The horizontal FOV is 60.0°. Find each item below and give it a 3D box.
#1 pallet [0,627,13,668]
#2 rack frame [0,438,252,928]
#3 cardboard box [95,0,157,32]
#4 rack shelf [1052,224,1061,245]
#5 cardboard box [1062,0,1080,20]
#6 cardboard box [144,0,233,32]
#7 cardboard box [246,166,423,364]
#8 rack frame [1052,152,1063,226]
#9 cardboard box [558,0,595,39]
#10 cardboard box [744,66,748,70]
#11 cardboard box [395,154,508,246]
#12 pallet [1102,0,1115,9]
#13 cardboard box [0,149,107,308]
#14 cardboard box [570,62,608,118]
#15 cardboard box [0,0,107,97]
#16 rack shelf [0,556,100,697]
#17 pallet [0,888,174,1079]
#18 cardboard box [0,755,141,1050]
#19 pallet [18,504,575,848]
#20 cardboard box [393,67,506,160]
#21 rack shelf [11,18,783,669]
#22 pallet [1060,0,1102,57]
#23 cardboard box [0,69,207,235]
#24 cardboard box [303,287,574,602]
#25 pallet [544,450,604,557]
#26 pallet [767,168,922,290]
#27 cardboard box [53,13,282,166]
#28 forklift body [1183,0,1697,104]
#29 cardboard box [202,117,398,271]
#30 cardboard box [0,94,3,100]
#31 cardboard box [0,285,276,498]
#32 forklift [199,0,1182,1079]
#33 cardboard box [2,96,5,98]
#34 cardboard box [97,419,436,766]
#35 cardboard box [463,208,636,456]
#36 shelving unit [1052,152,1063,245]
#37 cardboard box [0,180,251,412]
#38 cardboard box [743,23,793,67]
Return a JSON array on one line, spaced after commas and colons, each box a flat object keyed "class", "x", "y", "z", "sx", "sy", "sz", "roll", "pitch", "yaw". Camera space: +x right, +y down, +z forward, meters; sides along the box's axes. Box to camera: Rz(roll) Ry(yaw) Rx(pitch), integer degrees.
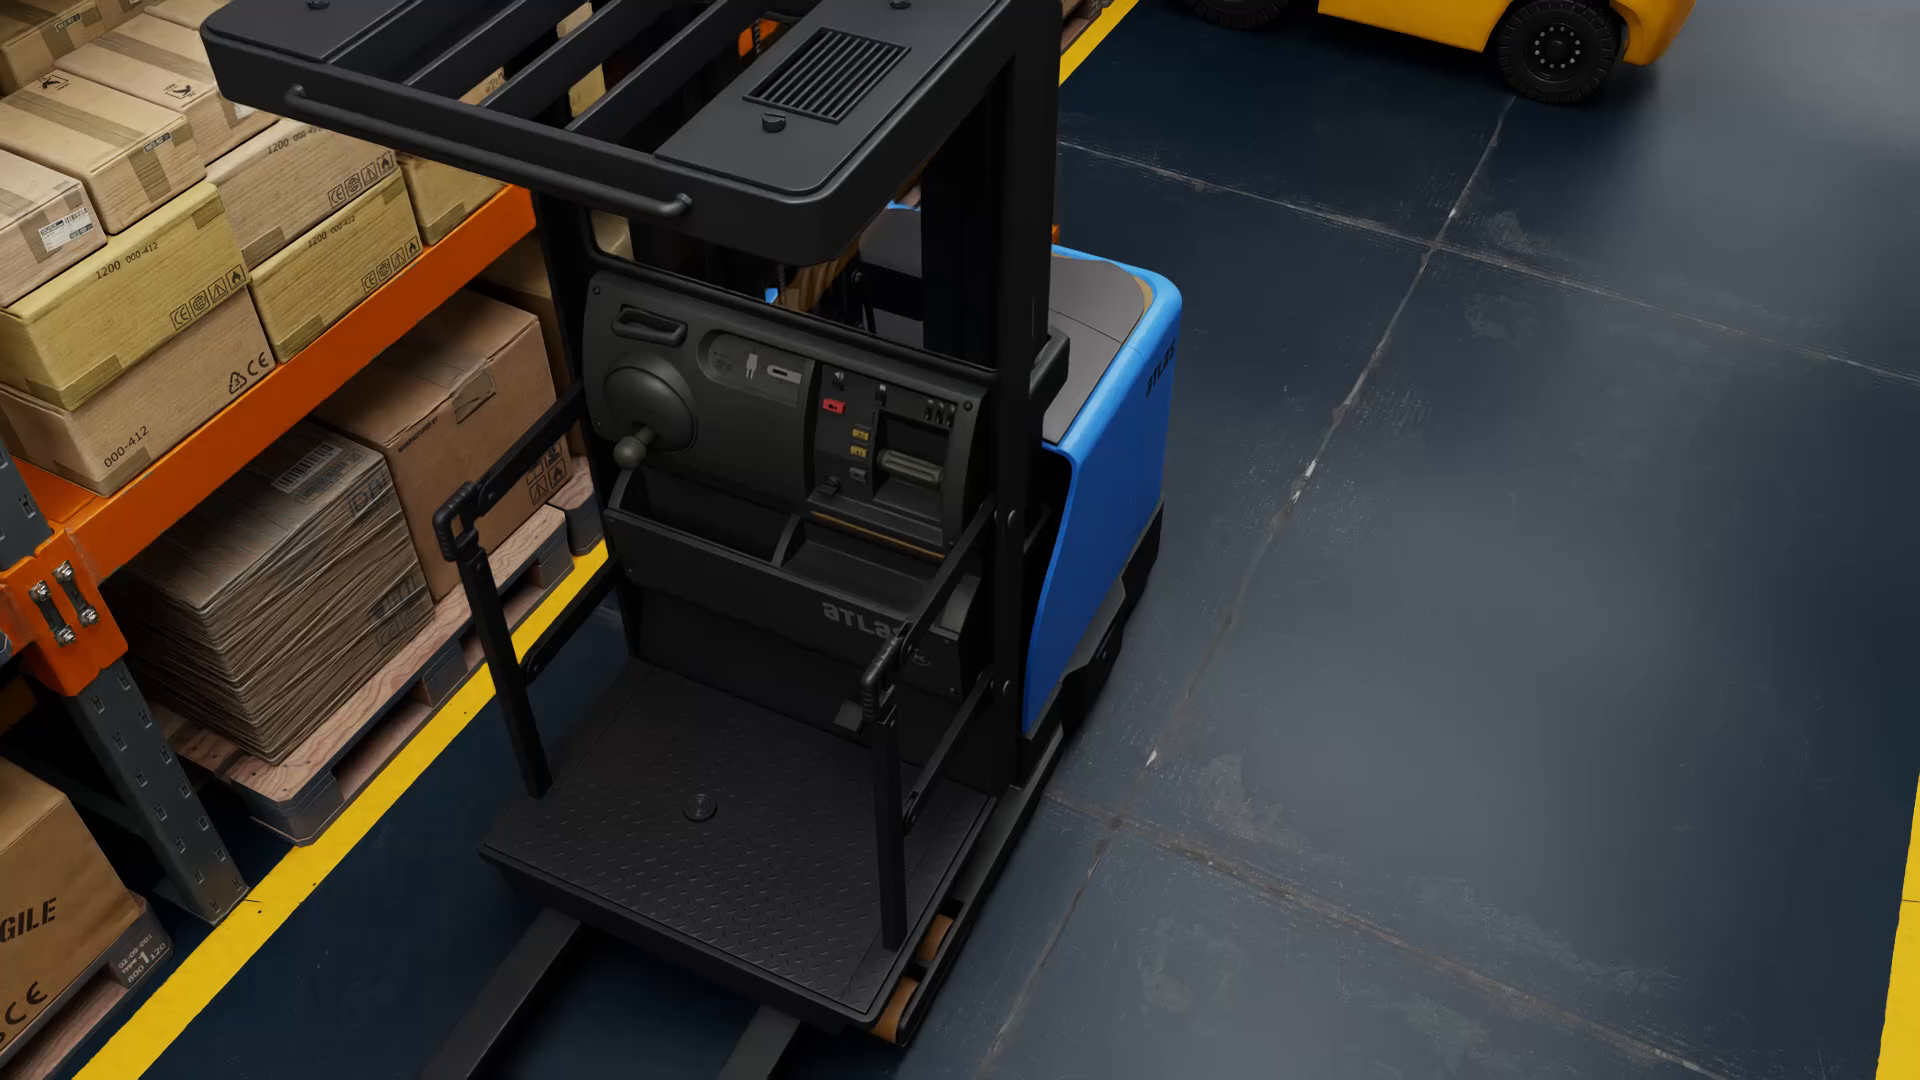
[{"class": "pallet", "x": -2.575, "y": 0.254, "z": 3.025, "sx": 1.213, "sy": 0.211, "sz": 1.003, "roll": 20, "pitch": 49, "yaw": 19}, {"class": "rack frame", "x": -2.322, "y": -0.263, "z": 3.401, "sx": 1.000, "sy": 3.000, "sz": 0.127, "roll": 20, "pitch": 49, "yaw": 19}, {"class": "cardboard box", "x": -2.101, "y": -1.321, "z": 3.920, "sx": 0.380, "sy": 0.149, "sz": 0.250, "roll": 20, "pitch": 49, "yaw": 18}, {"class": "rack shelf", "x": 0.137, "y": -0.851, "z": 4.804, "sx": 0.258, "sy": 0.103, "sz": 0.180, "roll": 19, "pitch": 48, "yaw": 18}, {"class": "cardboard box", "x": 0.275, "y": -2.485, "z": 7.235, "sx": 0.500, "sy": 0.250, "sz": 0.500, "roll": 19, "pitch": 48, "yaw": 18}, {"class": "cardboard box", "x": -1.584, "y": -1.138, "z": 3.739, "sx": 0.380, "sy": 0.149, "sz": 0.250, "roll": 21, "pitch": 49, "yaw": 19}, {"class": "cardboard box", "x": -1.662, "y": -0.725, "z": 3.963, "sx": 0.500, "sy": 0.250, "sz": 0.500, "roll": 19, "pitch": 48, "yaw": 18}, {"class": "rack frame", "x": 0.176, "y": -0.688, "z": 5.086, "sx": 0.240, "sy": 1.200, "sz": 0.006, "roll": 19, "pitch": 48, "yaw": 18}, {"class": "cardboard box", "x": -1.193, "y": -1.554, "z": 4.431, "sx": 0.500, "sy": 0.250, "sz": 0.500, "roll": 21, "pitch": 49, "yaw": 20}, {"class": "cardboard box", "x": -1.065, "y": -1.277, "z": 5.778, "sx": 0.875, "sy": 0.625, "sz": 0.625, "roll": 20, "pitch": 49, "yaw": 19}, {"class": "cardboard box", "x": -1.429, "y": -1.051, "z": 4.286, "sx": 0.500, "sy": 0.250, "sz": 0.500, "roll": 19, "pitch": 48, "yaw": 18}, {"class": "pallet", "x": 0.506, "y": -3.062, "z": 8.127, "sx": 1.003, "sy": 0.211, "sz": 1.213, "roll": 20, "pitch": 49, "yaw": 19}, {"class": "cardboard box", "x": -1.913, "y": -0.630, "z": 3.237, "sx": 0.380, "sy": 0.149, "sz": 0.250, "roll": 22, "pitch": 49, "yaw": 20}, {"class": "cardboard box", "x": -1.187, "y": -1.378, "z": 4.608, "sx": 0.500, "sy": 0.250, "sz": 0.500, "roll": 22, "pitch": 49, "yaw": 20}, {"class": "cardboard box", "x": -2.154, "y": -1.143, "z": 3.744, "sx": 0.380, "sy": 0.149, "sz": 0.250, "roll": 20, "pitch": 49, "yaw": 19}, {"class": "rack shelf", "x": -3.251, "y": 1.250, "z": 2.412, "sx": 1.077, "sy": 0.370, "sz": 4.000, "roll": 20, "pitch": 49, "yaw": 19}, {"class": "pallet", "x": -2.702, "y": 1.175, "z": 3.941, "sx": 1.003, "sy": 0.211, "sz": 1.213, "roll": 20, "pitch": 49, "yaw": 19}, {"class": "cardboard box", "x": -2.328, "y": 0.805, "z": 3.808, "sx": 0.500, "sy": 0.500, "sz": 0.500, "roll": 22, "pitch": 49, "yaw": 20}, {"class": "pallet", "x": -1.905, "y": 0.211, "z": 4.893, "sx": 1.003, "sy": 0.211, "sz": 1.213, "roll": 20, "pitch": 49, "yaw": 19}, {"class": "cardboard box", "x": -1.407, "y": -1.224, "z": 4.105, "sx": 0.500, "sy": 0.250, "sz": 0.500, "roll": 19, "pitch": 48, "yaw": 18}, {"class": "rack shelf", "x": -1.394, "y": -1.270, "z": 4.902, "sx": 1.077, "sy": 0.370, "sz": 4.000, "roll": 20, "pitch": 49, "yaw": 19}, {"class": "pallet", "x": -0.059, "y": -2.290, "z": 7.365, "sx": 1.003, "sy": 0.211, "sz": 1.213, "roll": 20, "pitch": 49, "yaw": 19}, {"class": "cardboard box", "x": -1.791, "y": -0.799, "z": 3.404, "sx": 0.380, "sy": 0.149, "sz": 0.250, "roll": 21, "pitch": 49, "yaw": 20}, {"class": "cardboard box", "x": -1.724, "y": -0.379, "z": 4.890, "sx": 0.875, "sy": 0.625, "sz": 0.625, "roll": 22, "pitch": 49, "yaw": 20}, {"class": "pallet", "x": -1.338, "y": -0.555, "z": 5.650, "sx": 1.003, "sy": 0.211, "sz": 1.213, "roll": 20, "pitch": 49, "yaw": 19}, {"class": "pallet", "x": -0.773, "y": -1.326, "z": 6.412, "sx": 1.003, "sy": 0.211, "sz": 1.213, "roll": 20, "pitch": 49, "yaw": 19}, {"class": "cardboard box", "x": -1.694, "y": -0.969, "z": 3.572, "sx": 0.380, "sy": 0.149, "sz": 0.250, "roll": 22, "pitch": 49, "yaw": 20}, {"class": "forklift body", "x": 2.127, "y": -3.208, "z": 6.908, "sx": 2.313, "sy": 2.155, "sz": 1.214, "roll": 20, "pitch": 49, "yaw": 19}, {"class": "cardboard box", "x": -1.666, "y": -0.900, "z": 3.785, "sx": 0.500, "sy": 0.250, "sz": 0.500, "roll": 22, "pitch": 49, "yaw": 20}, {"class": "cardboard box", "x": -2.328, "y": -1.000, "z": 3.603, "sx": 0.380, "sy": 0.149, "sz": 0.250, "roll": 22, "pitch": 49, "yaw": 20}, {"class": "cardboard box", "x": -1.900, "y": -0.409, "z": 3.651, "sx": 0.500, "sy": 0.250, "sz": 0.500, "roll": 21, "pitch": 49, "yaw": 19}, {"class": "forklift", "x": -0.482, "y": -0.175, "z": 3.362, "sx": 1.130, "sy": 2.935, "sz": 3.031, "roll": 19, "pitch": 48, "yaw": 18}, {"class": "cardboard box", "x": -2.124, "y": -1.084, "z": 3.966, "sx": 0.500, "sy": 0.250, "sz": 0.500, "roll": 21, "pitch": 49, "yaw": 19}, {"class": "cardboard box", "x": -2.020, "y": 0.035, "z": 4.480, "sx": 0.875, "sy": 0.625, "sz": 0.625, "roll": 22, "pitch": 49, "yaw": 20}, {"class": "cardboard box", "x": -1.412, "y": -0.803, "z": 5.309, "sx": 0.875, "sy": 0.625, "sz": 0.625, "roll": 19, "pitch": 48, "yaw": 17}, {"class": "shelving unit", "x": 0.137, "y": -0.629, "z": 5.028, "sx": 0.258, "sy": 1.200, "sz": 0.189, "roll": 19, "pitch": 48, "yaw": 18}, {"class": "cardboard box", "x": -1.878, "y": -0.577, "z": 3.465, "sx": 0.500, "sy": 0.250, "sz": 0.500, "roll": 20, "pitch": 49, "yaw": 19}, {"class": "cardboard box", "x": -0.698, "y": -1.764, "z": 6.258, "sx": 0.875, "sy": 0.625, "sz": 0.625, "roll": 23, "pitch": 50, "yaw": 21}]
